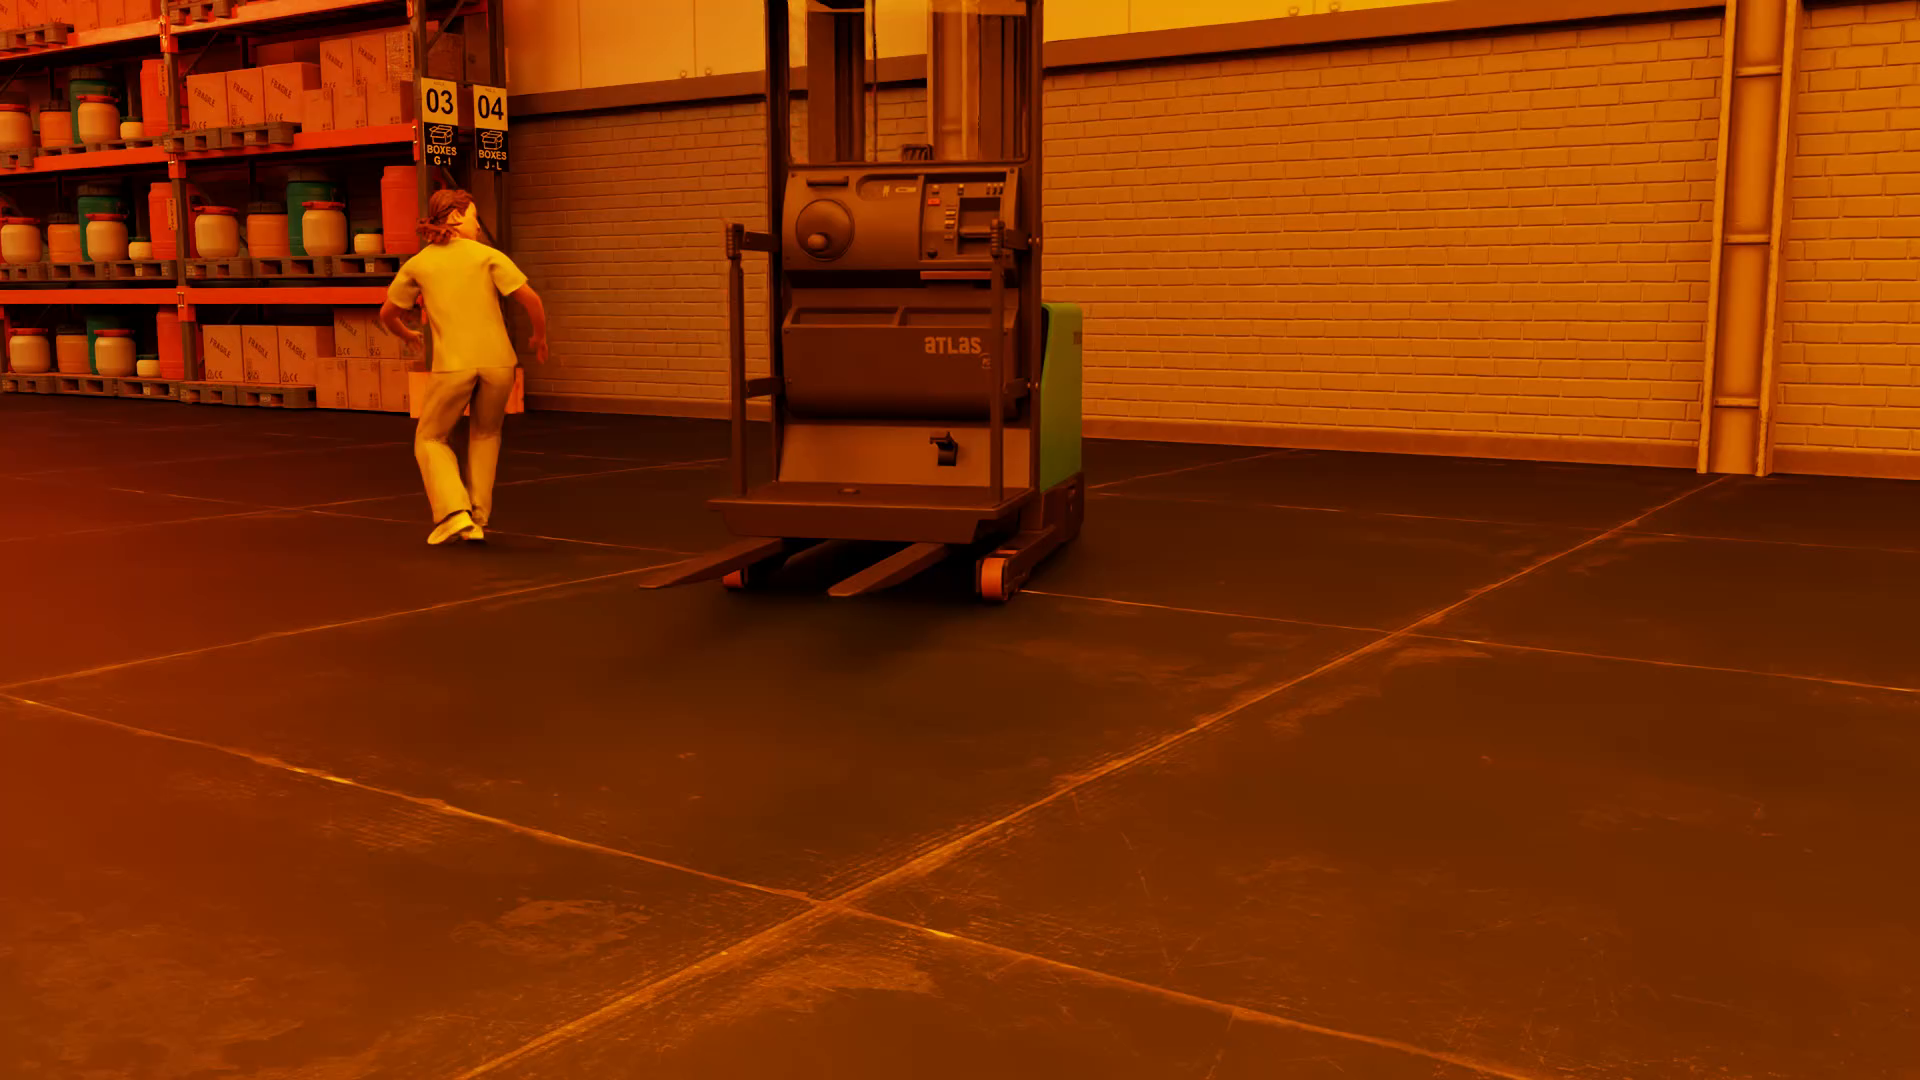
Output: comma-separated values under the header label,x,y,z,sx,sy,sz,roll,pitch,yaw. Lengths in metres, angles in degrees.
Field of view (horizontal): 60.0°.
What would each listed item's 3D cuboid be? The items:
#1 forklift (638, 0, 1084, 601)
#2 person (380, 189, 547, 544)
label,x,y,z,sx,sy,sz,roll,pitch,yaw
forklift,-0.284,-1.285,6.232,1.130,2.935,3.031,2,8,14
person,-2.207,-0.771,7.452,0.718,1.570,0.698,-3,9,-20
